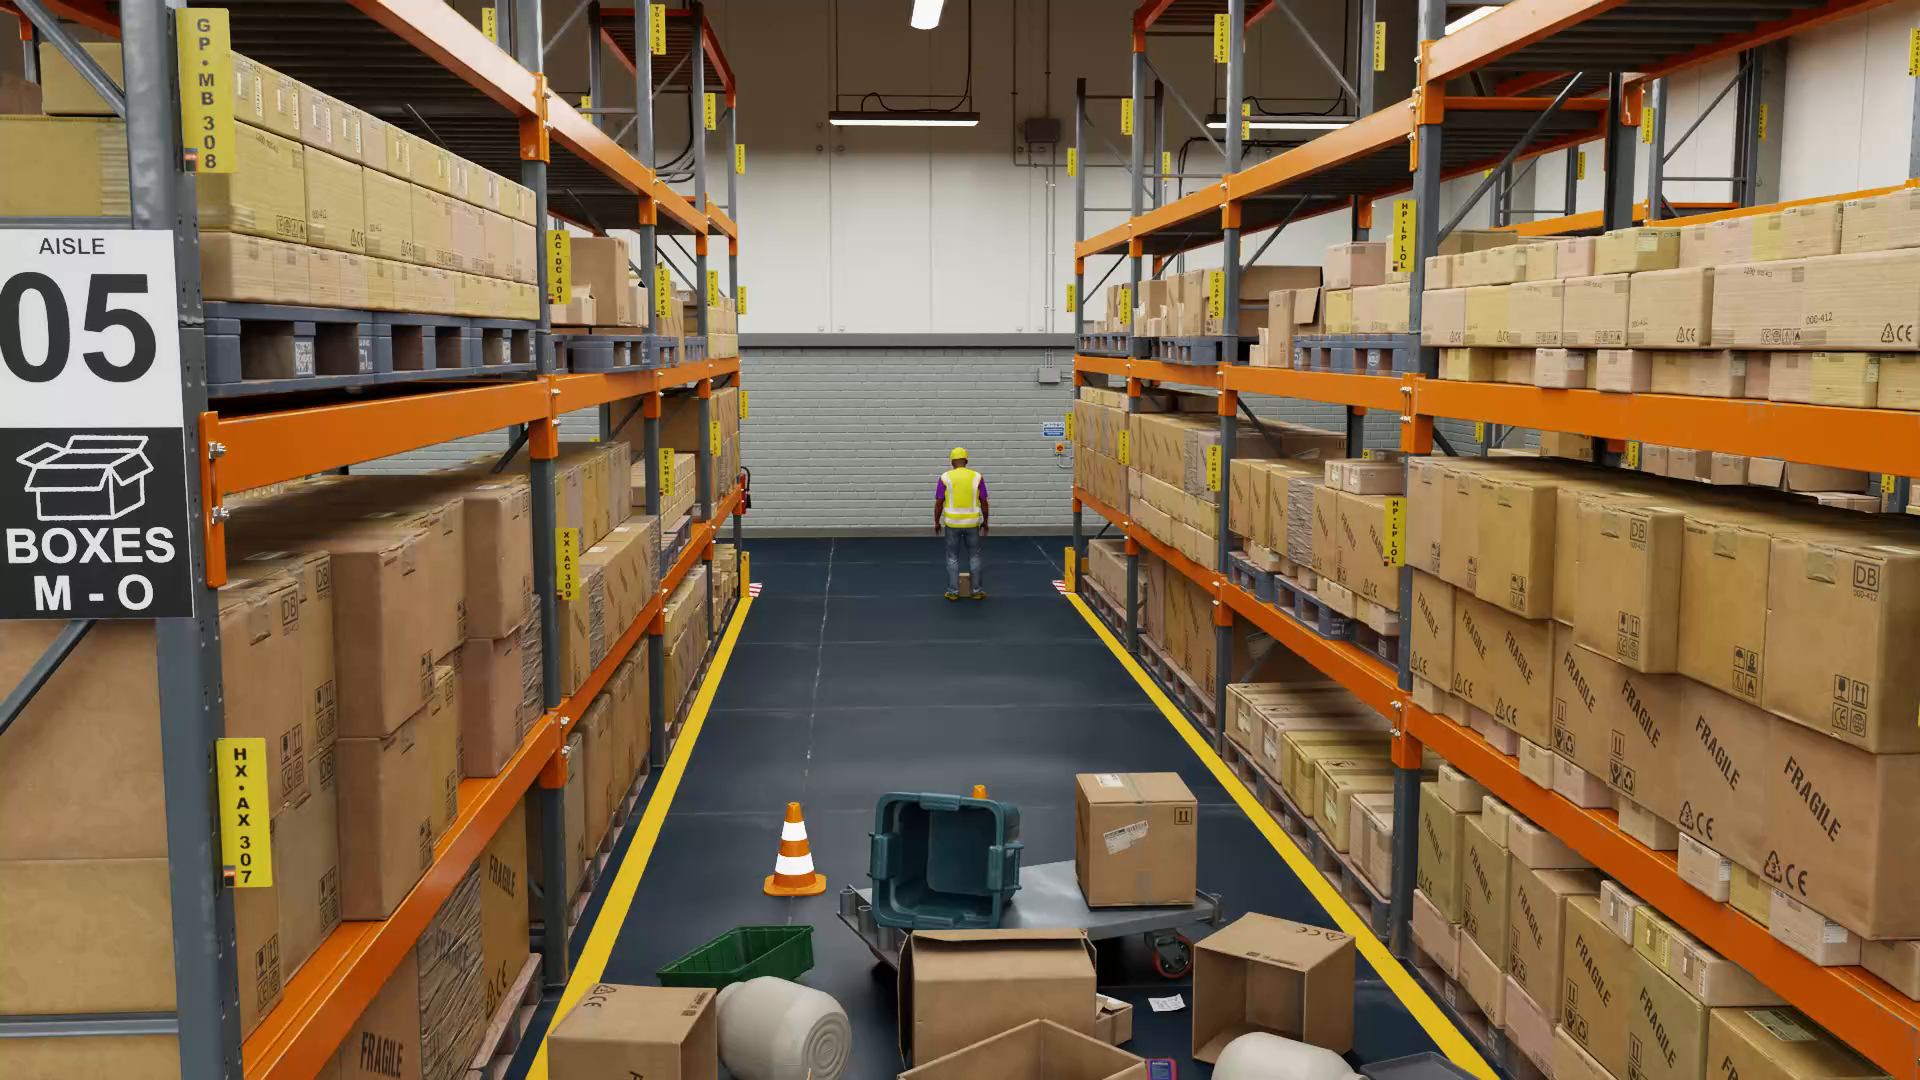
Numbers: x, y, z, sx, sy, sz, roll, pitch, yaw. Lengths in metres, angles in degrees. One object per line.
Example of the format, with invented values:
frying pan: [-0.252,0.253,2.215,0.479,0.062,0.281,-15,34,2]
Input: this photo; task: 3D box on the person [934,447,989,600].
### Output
person: [0.020,-0.193,19.281,0.637,1.761,0.460,-1,7,-5]
